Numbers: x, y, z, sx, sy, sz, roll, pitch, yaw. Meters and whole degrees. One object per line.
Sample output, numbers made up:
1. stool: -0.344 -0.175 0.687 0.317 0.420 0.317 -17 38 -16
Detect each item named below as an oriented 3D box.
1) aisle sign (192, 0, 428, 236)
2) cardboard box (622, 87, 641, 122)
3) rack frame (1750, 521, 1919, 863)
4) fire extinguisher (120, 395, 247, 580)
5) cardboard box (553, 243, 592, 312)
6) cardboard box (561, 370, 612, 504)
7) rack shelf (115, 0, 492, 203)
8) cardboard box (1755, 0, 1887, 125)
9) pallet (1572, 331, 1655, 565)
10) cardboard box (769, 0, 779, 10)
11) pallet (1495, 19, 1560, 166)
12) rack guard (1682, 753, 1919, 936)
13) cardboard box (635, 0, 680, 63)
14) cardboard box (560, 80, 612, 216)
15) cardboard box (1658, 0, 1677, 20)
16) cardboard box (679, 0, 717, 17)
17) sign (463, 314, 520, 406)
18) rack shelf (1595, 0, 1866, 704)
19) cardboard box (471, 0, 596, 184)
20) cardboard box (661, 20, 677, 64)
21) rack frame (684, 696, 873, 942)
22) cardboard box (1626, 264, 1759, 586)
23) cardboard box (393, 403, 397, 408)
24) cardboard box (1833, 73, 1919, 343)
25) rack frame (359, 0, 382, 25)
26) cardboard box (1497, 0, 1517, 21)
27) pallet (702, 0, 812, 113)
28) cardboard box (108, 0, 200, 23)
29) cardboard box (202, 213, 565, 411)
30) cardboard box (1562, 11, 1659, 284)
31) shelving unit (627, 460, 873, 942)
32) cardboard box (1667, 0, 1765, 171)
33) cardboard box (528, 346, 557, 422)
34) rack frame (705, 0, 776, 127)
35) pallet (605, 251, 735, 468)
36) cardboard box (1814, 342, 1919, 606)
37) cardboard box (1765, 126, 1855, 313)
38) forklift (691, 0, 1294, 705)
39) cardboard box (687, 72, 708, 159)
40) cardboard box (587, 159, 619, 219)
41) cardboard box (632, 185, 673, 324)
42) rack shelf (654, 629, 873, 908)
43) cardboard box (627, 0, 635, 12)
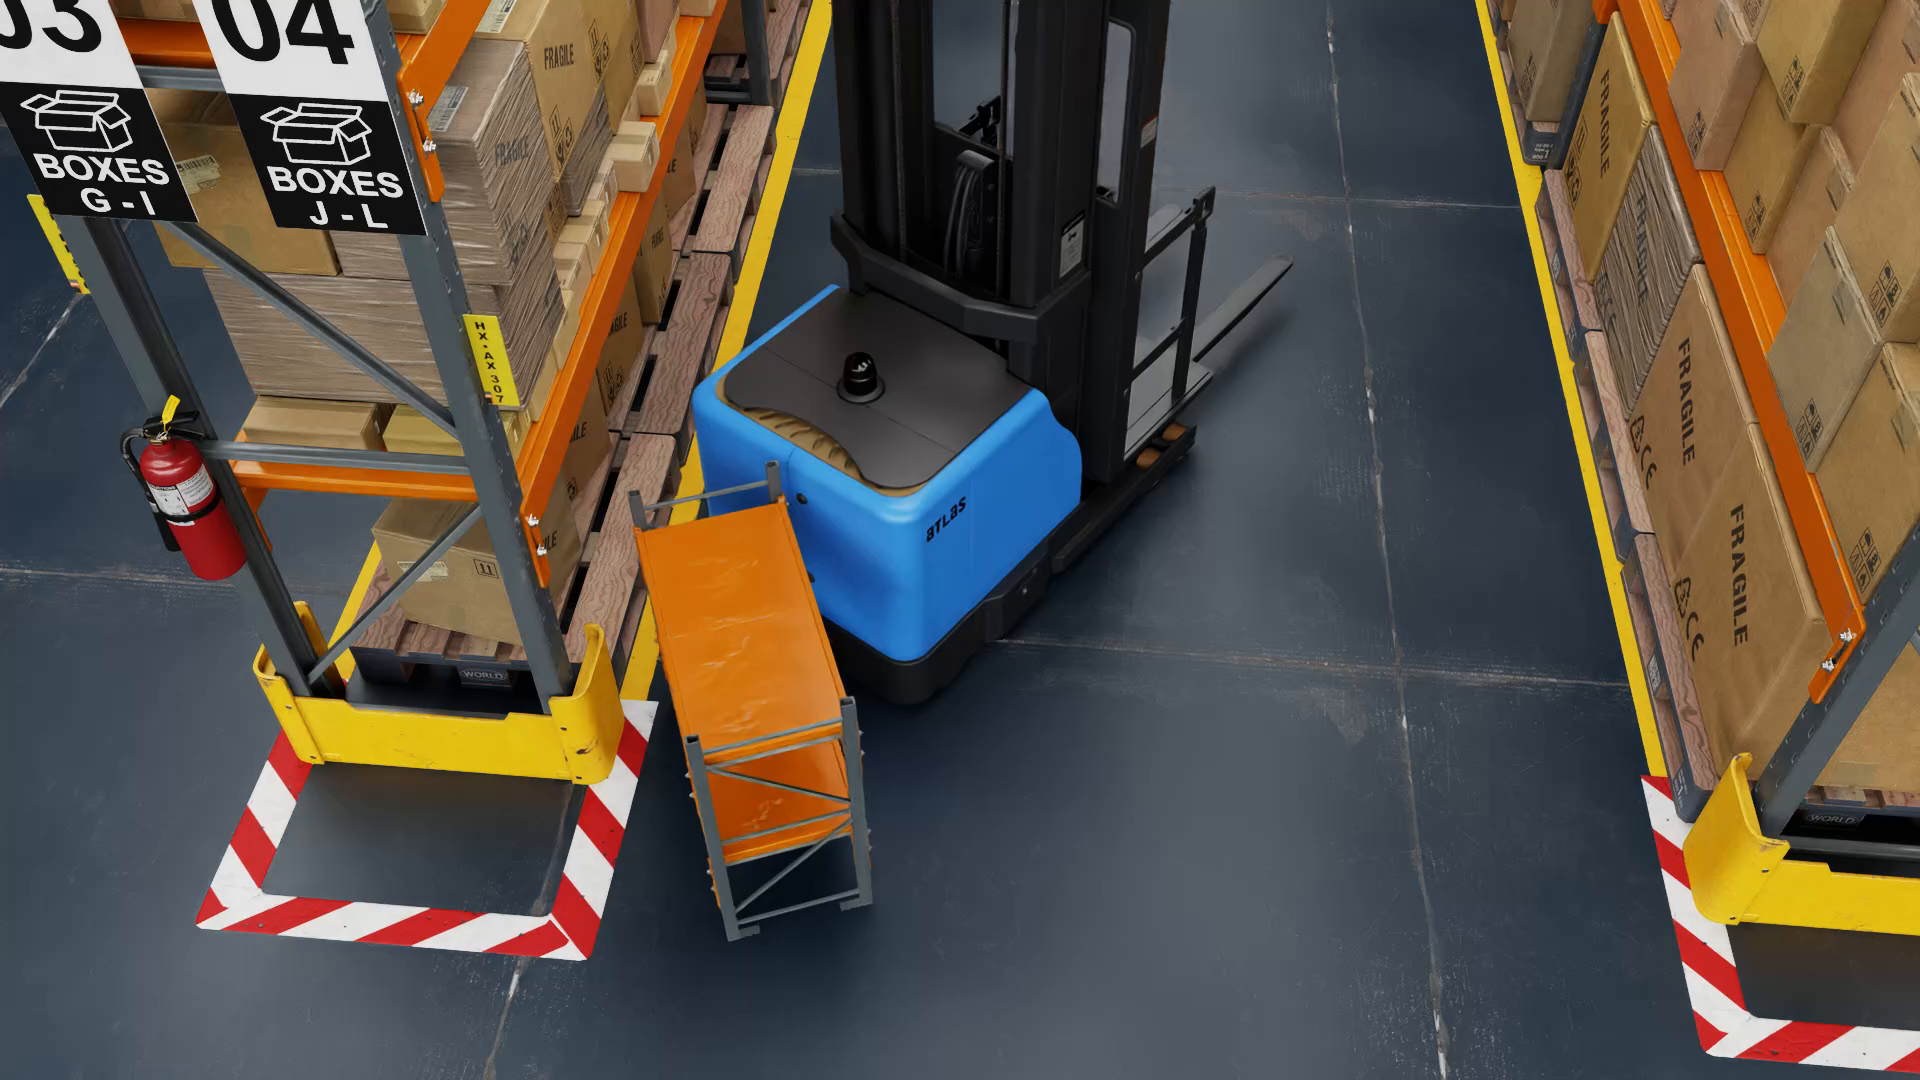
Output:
1. aisle sign: -1.548 -1.052 3.943 0.394 0.787 0.004 4 48 4
2. cardboard box: -1.453 -1.637 6.411 0.380 0.149 0.250 4 48 4
3. rack frame: 3.089 0.168 4.590 1.000 3.000 0.127 4 48 4
4. fire extinguisher: -2.310 -0.161 4.943 0.296 0.674 0.183 4 48 4
5. cardboard box: -1.496 -0.899 5.735 0.380 0.149 0.250 4 48 4
6. cardboard box: -1.747 -0.437 6.553 0.500 0.500 0.500 15 49 14
7. rack shelf: -1.658 -2.479 5.465 1.077 0.370 4.000 4 48 4
8. cardboard box: 3.225 -1.728 5.490 0.875 0.550 0.500 4 48 4
9. pallet: 3.198 -0.378 6.978 1.003 0.211 1.213 4 48 4
10. cardboard box: -1.337 -3.283 9.142 0.700 0.500 0.500 4 48 3
11. pallet: 3.449 -2.402 8.830 1.003 0.211 1.213 4 48 4
12. rack guard: 3.087 1.029 5.496 1.175 0.500 0.348 4 48 4
13. cardboard box: -1.605 -2.248 6.530 0.875 0.500 0.500 4 48 4
14. cardboard box: -1.749 -1.516 5.861 0.875 0.500 0.500 4 48 4
15. cardboard box: 3.432 -2.550 6.974 0.875 0.550 0.550 4 48 4
16. cardboard box: -1.230 -2.363 7.074 0.380 0.149 0.250 4 48 4
17. sign: -1.300 -0.496 4.610 0.100 0.325 0.005 4 48 4
18. rack shelf: 3.272 -1.059 6.199 1.077 0.370 4.000 4 48 4
19. cardboard box: -1.467 -1.464 5.135 0.500 0.500 0.500 4 48 4
20. cardboard box: -1.366 -2.001 6.744 0.380 0.149 0.250 4 48 4
21. rack frame: -0.542 0.896 5.191 0.500 1.125 0.032 -13 49 -11
22. cardboard box: 3.164 -0.406 6.270 0.875 0.875 0.875 3 48 3
23. cardboard box: -1.997 -0.562 5.428 0.380 0.149 0.250 4 48 4
24. cardboard box: 3.120 -0.928 4.758 0.875 0.550 0.550 4 48 4
25. rack frame: -1.841 -2.265 2.749 1.000 3.000 0.127 4 48 4
26. cardboard box: 3.513 -3.325 9.024 1.050 0.750 0.750 4 48 4
27. pallet: -1.407 -2.810 9.203 1.003 0.211 1.213 4 48 4
28. cardboard box: -2.050 -1.573 4.251 0.500 0.250 0.500 5 48 4
29. cardboard box: -1.763 -0.776 5.184 0.875 0.500 0.500 4 48 4
30. cardboard box: 3.327 -1.739 7.489 0.875 0.875 0.875 5 48 4
31. shelving unit: -0.688 0.538 5.520 0.538 1.125 1.048 -13 49 -11
32. cardboard box: 3.238 -1.756 6.247 0.875 0.550 0.550 4 48 4
33. cardboard box: -1.535 -0.531 5.399 0.380 0.149 0.250 4 48 4
34. rack frame: -1.476 -3.179 7.651 1.000 3.000 0.127 4 48 4
35. pallet: -1.611 -0.843 7.404 1.003 0.211 1.213 4 48 4
36. cardboard box: 3.078 -0.158 4.786 0.875 0.550 0.550 4 48 4
37. cardboard box: 3.283 -0.967 5.526 0.875 0.550 0.550 4 48 4
38. forklift: 0.346 -1.418 6.087 1.130 2.935 3.031 30 54 25
39. cardboard box: -1.552 -2.186 8.152 0.500 0.500 0.500 3 48 2
40. cardboard box: -1.470 -1.268 6.073 0.380 0.149 0.250 4 48 4
41. cardboard box: -1.575 -1.303 7.344 0.500 0.500 0.500 0 48 0
42. rack shelf: -0.687 0.703 5.701 0.538 0.278 1.000 -13 49 -11
43. cardboard box: -1.383 -2.200 5.808 0.500 0.500 0.500 4 48 4
